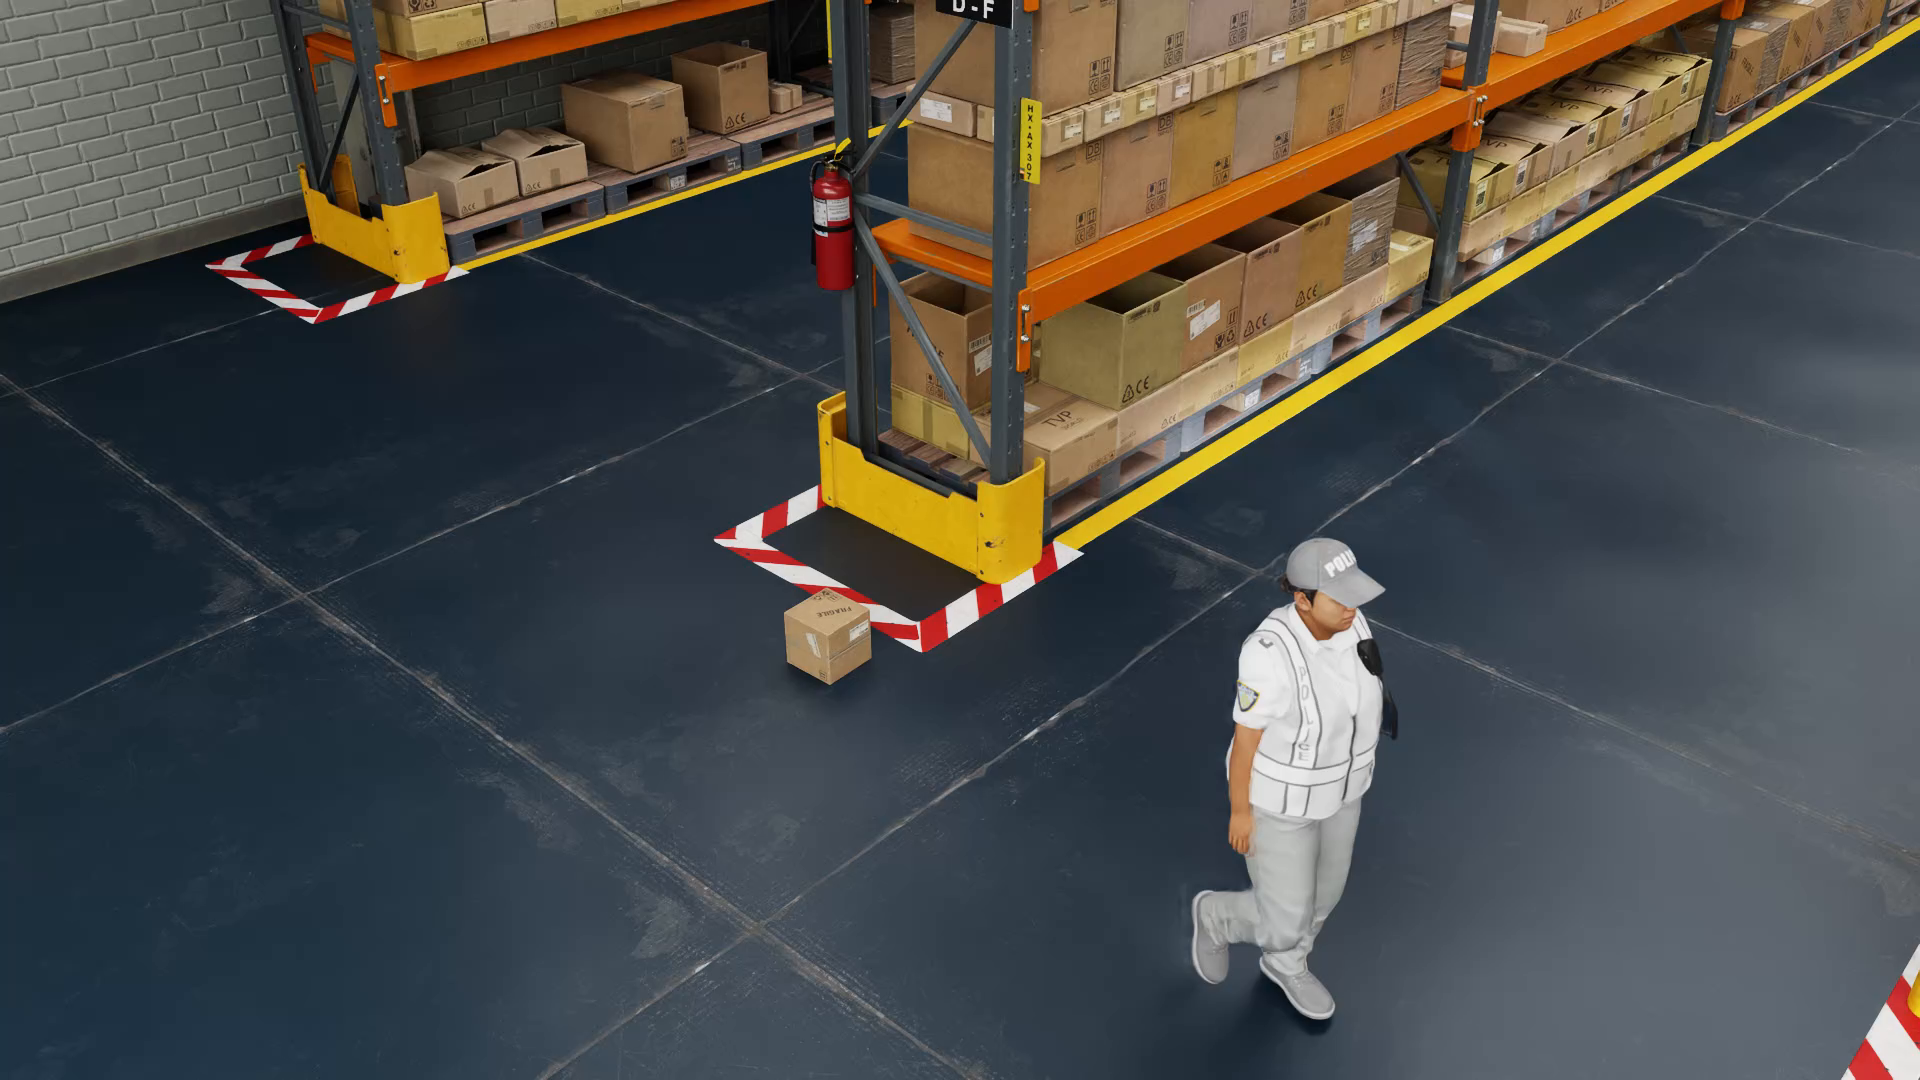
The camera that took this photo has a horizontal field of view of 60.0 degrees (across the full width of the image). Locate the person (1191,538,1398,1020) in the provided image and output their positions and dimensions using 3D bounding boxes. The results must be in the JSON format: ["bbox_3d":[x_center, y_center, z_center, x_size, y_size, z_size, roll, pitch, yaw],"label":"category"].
[{"bbox_3d":[0.991,0.720,4.905,0.496,1.656,0.482,-20,37,-30],"label":"person"}]
